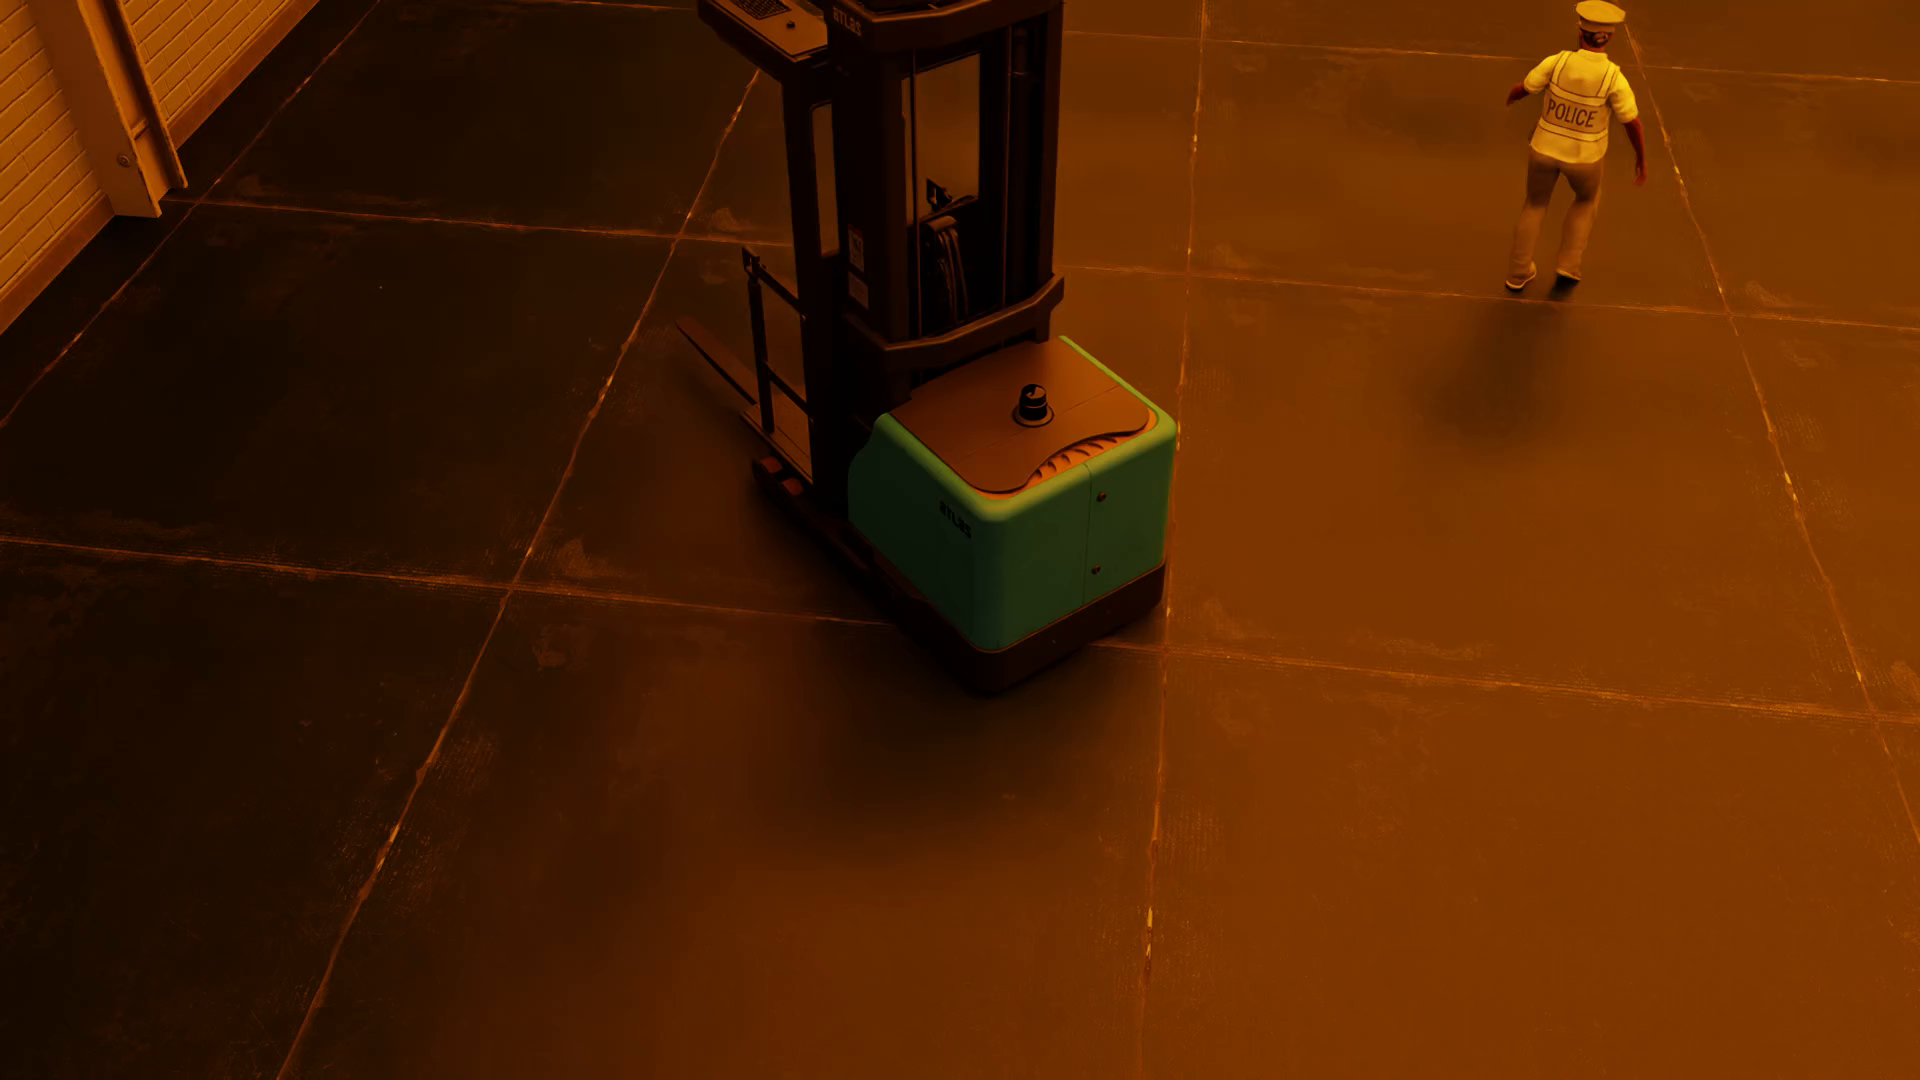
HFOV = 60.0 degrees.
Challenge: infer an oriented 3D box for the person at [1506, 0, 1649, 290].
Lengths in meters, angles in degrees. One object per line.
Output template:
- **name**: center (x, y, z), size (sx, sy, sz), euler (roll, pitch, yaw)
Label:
- **person**: center (3.288, -2.092, 9.001), size (0.857, 1.691, 0.469), euler (25, 48, 25)

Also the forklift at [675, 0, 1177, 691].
- **forklift**: center (-0.356, -1.390, 7.238), size (1.130, 2.935, 3.031), euler (-26, 49, -26)
